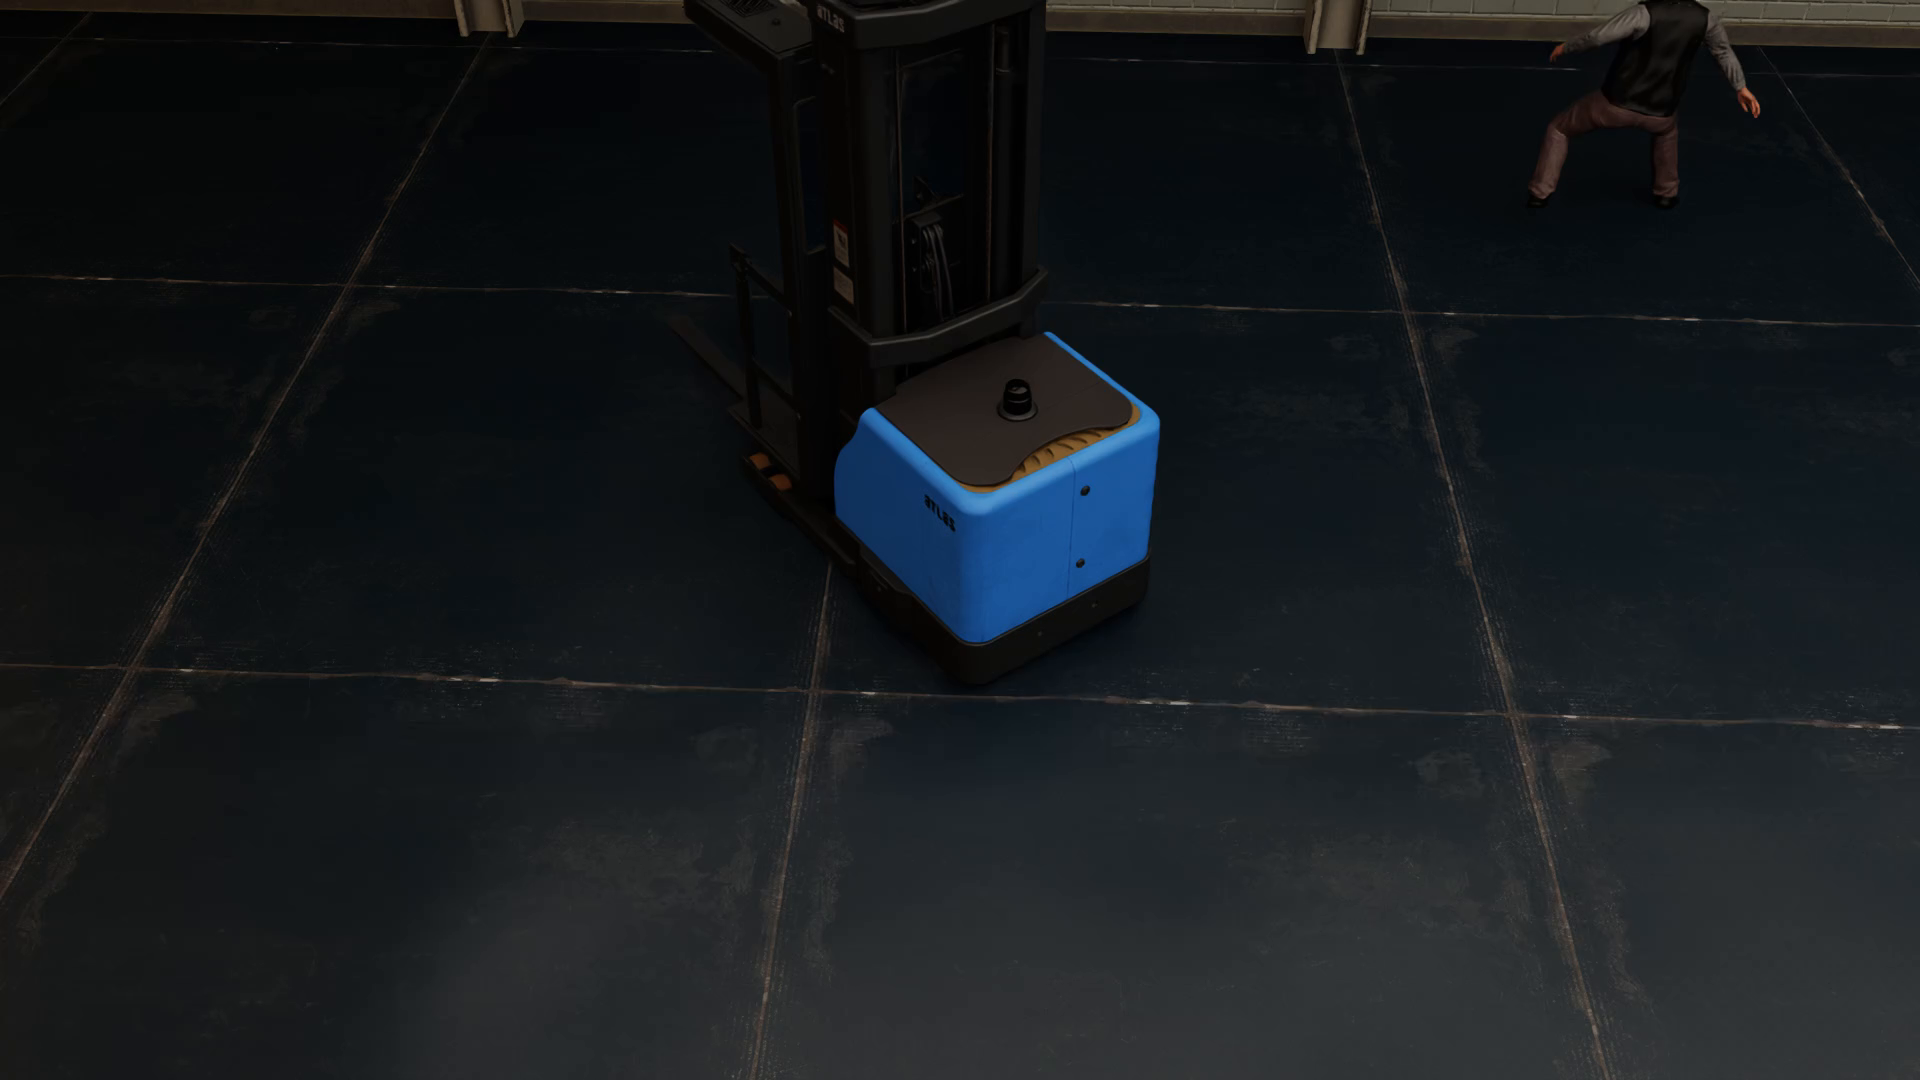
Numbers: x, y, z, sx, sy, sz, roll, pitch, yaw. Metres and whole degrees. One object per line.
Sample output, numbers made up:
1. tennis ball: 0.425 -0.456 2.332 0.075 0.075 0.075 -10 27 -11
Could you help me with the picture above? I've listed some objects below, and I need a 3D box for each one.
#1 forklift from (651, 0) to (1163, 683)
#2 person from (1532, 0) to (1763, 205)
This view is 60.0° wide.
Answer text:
1. forklift: -0.442 -1.404 7.280 1.130 2.935 3.031 -28 49 -27
2. person: 4.003 -2.586 9.625 1.164 1.600 0.537 2 42 2
